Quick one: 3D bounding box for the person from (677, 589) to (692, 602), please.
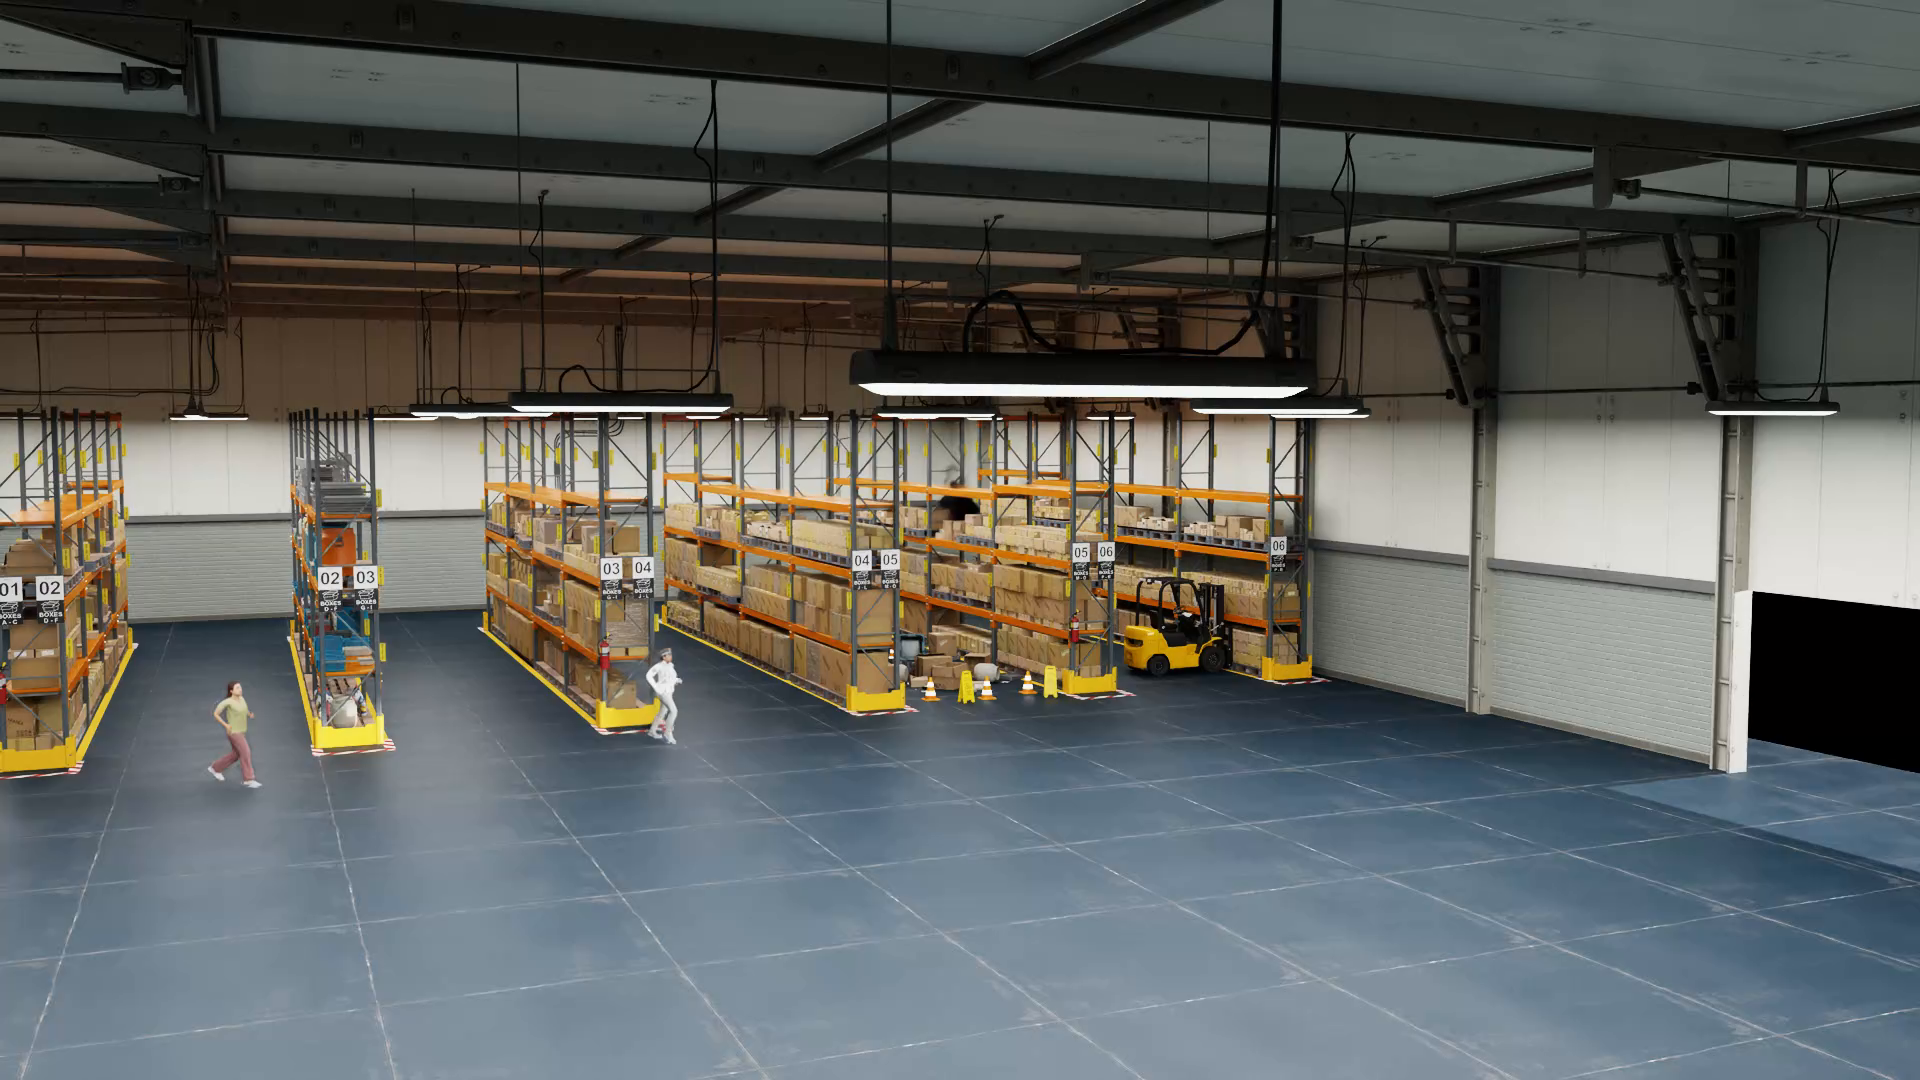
[{"bbox_3d":[-8.128,1.453,49.432,0.807,1.669,0.590,-2,4,-21],"label":"person"}]

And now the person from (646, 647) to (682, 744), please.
[{"bbox_3d":[-5.317,2.786,29.900,0.700,1.733,0.601,1,4,18],"label":"person"}]

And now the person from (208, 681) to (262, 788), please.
[{"bbox_3d":[-11.442,3.053,26.239,0.891,1.678,0.564,1,4,8],"label":"person"}]
